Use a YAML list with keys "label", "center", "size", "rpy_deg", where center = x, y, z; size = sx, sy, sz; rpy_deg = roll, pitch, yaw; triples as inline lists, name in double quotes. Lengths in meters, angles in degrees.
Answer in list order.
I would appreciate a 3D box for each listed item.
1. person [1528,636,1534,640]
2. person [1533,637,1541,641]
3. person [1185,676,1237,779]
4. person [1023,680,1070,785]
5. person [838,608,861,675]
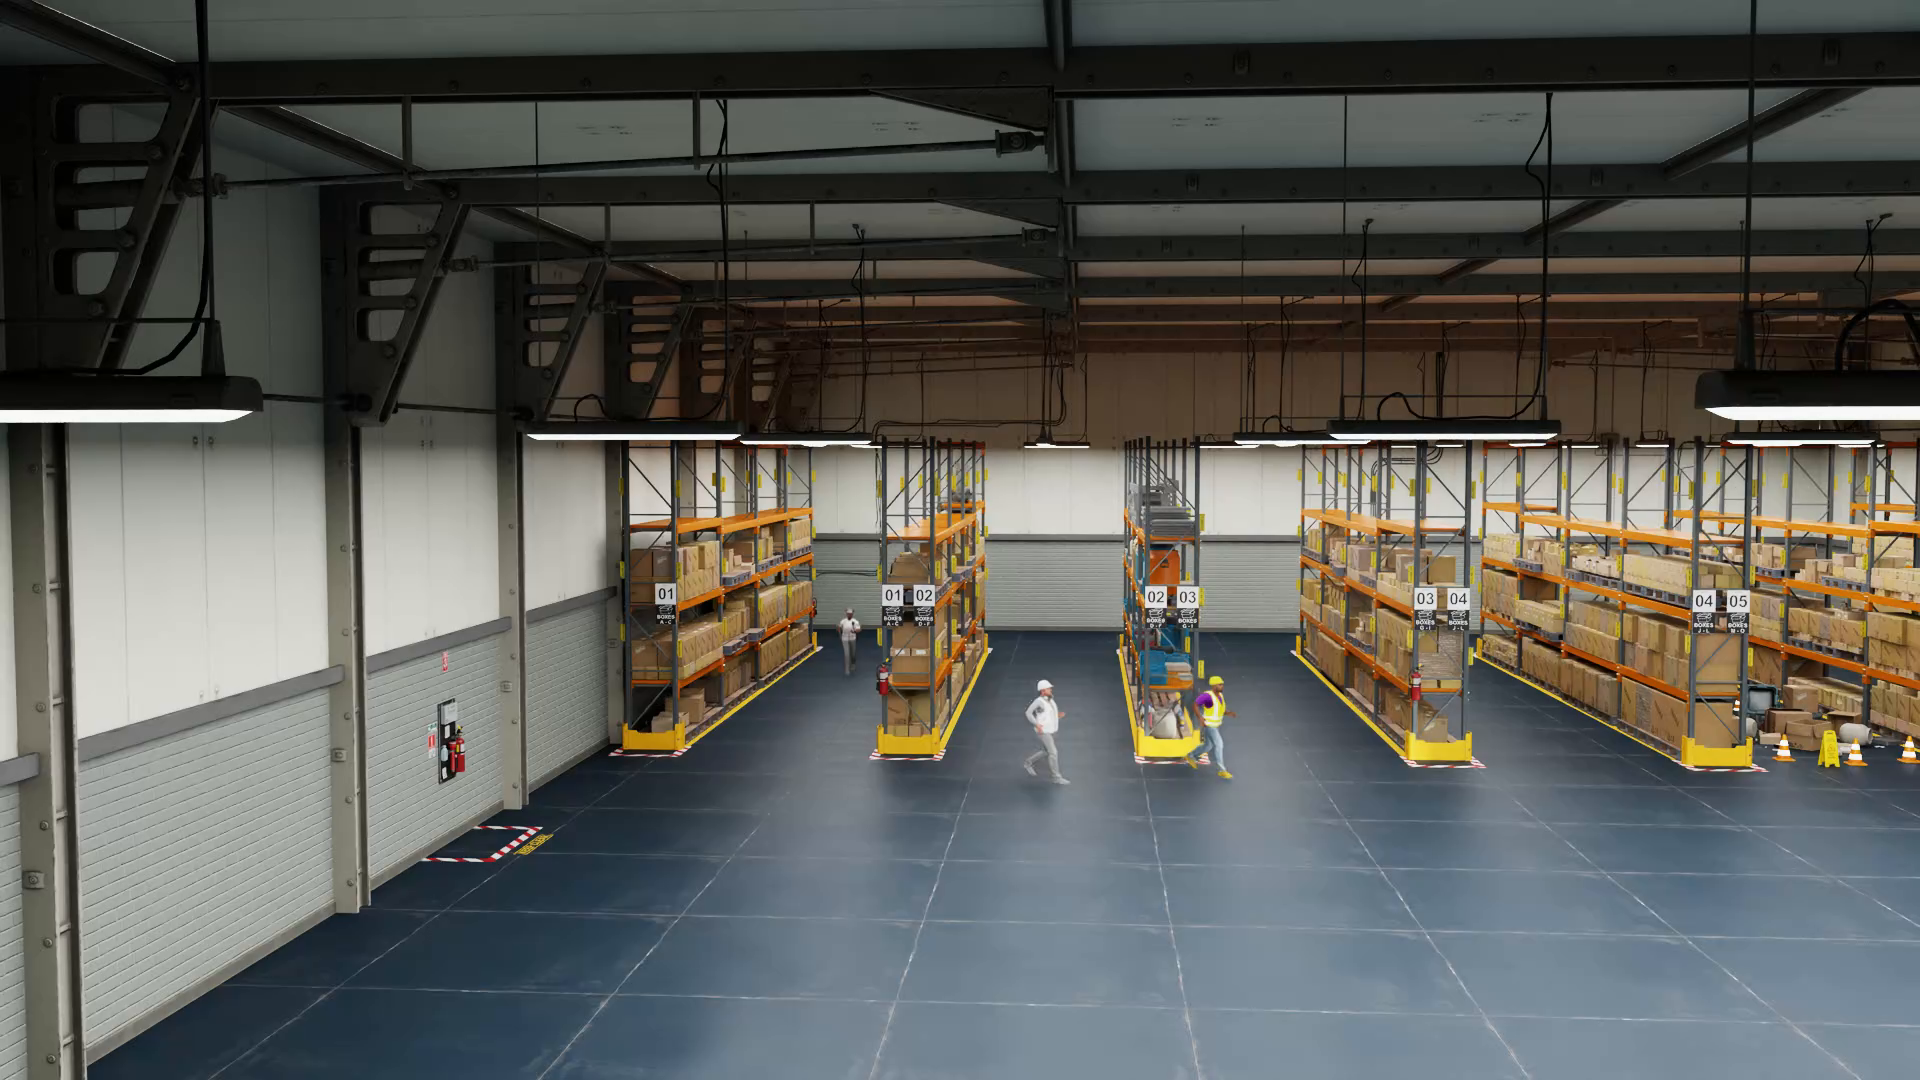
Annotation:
- label: "person"
  center: [16.489, 2.328, 47.479]
  size: [0.895, 1.697, 0.583]
  rpy_deg: [0, 3, 0]
- label: "person"
  center: [16.418, 2.342, 47.099]
  size: [0.723, 1.733, 0.889]
  rpy_deg: [0, 3, -9]
- label: "person"
  center: [4.398, 3.270, 29.307]
  size: [0.991, 1.764, 0.657]
  rpy_deg: [2, 4, 32]
- label: "person"
  center: [1.476, 3.285, 28.592]
  size: [0.968, 1.750, 0.659]
  rpy_deg: [2, 4, 30]
- label: "person"
  center: [-2.836, 2.580, 42.613]
  size: [0.581, 1.676, 0.913]
  rpy_deg: [0, 3, -4]
